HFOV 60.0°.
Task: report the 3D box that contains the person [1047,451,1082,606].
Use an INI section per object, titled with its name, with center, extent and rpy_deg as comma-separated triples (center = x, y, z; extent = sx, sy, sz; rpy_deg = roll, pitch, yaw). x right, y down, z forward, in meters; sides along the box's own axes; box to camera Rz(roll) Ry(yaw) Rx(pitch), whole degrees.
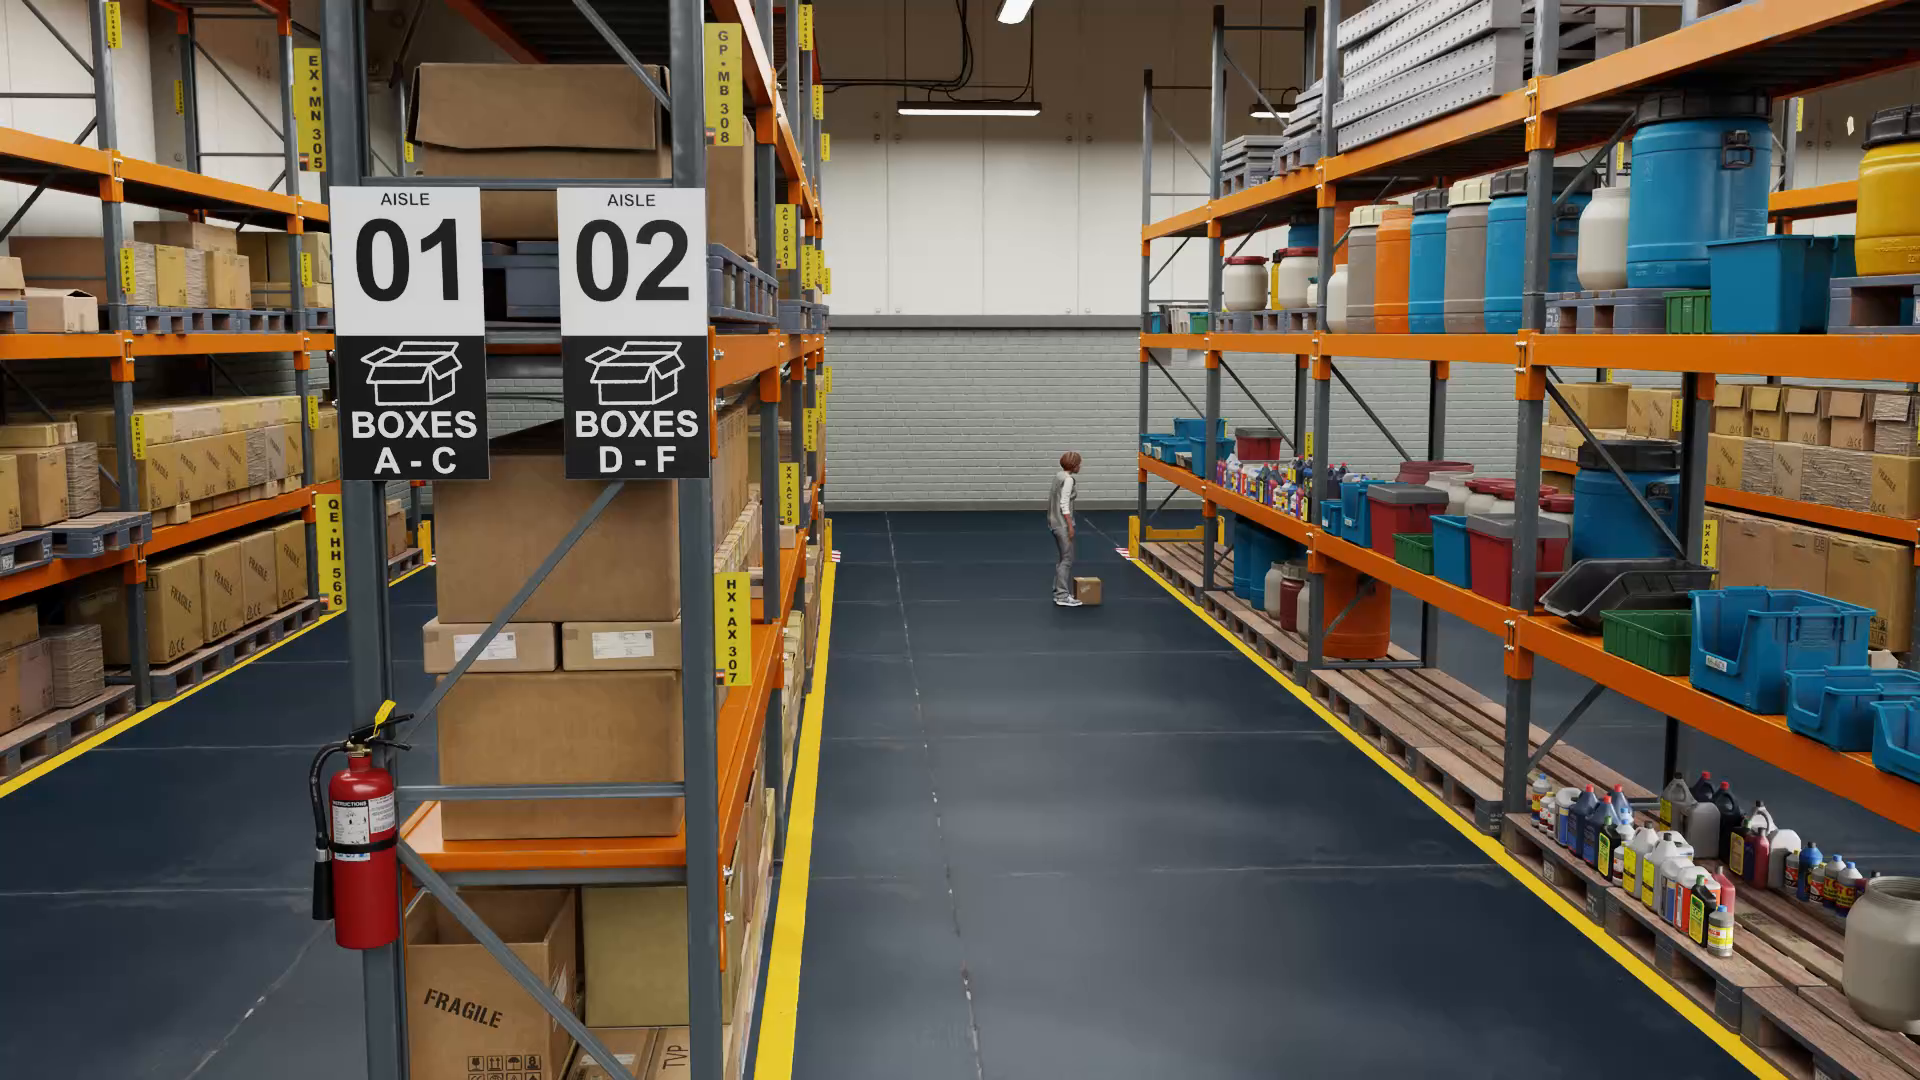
[person]
center = 1.095, -0.123, 17.340
extent = 0.349, 1.581, 0.473
rpy_deg = -1, 7, -5
